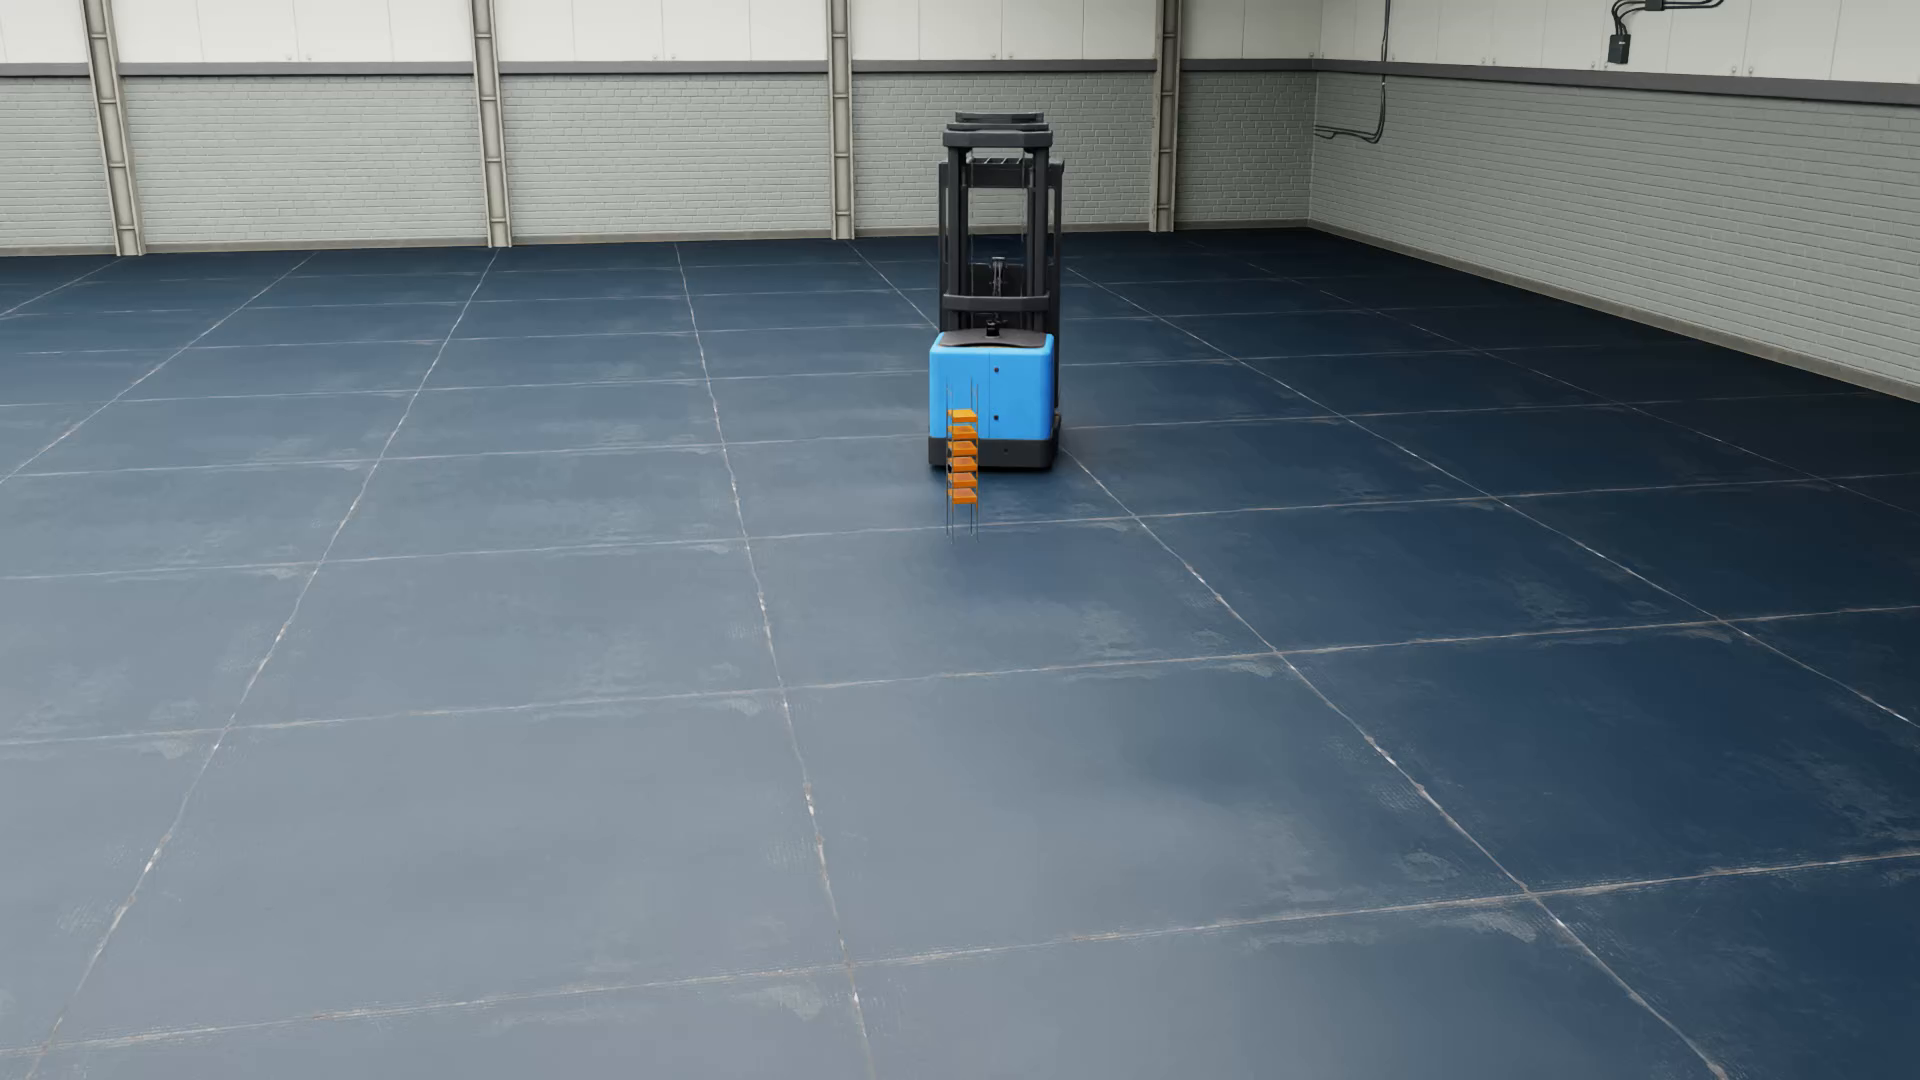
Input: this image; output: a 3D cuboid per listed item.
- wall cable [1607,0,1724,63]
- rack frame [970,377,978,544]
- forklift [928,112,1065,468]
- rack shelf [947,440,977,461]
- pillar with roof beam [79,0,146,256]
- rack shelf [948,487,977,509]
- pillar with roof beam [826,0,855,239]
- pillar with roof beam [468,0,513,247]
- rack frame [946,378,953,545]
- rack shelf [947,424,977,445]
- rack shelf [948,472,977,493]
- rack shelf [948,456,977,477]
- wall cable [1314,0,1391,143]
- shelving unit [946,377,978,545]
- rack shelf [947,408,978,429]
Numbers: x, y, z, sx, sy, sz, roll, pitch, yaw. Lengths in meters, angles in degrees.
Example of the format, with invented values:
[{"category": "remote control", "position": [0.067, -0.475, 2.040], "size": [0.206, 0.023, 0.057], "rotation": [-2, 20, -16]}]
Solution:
[{"category": "wall cable", "position": [8.699, -8.768, 19.741], "size": [0.169, 6.003, 2.305], "rotation": [-3, 17, -10]}, {"category": "rack frame", "position": [0.104, -0.579, 12.155], "size": [0.006, 1.200, 0.240], "rotation": [-3, 17, -10]}, {"category": "forklift", "position": [0.377, -2.397, 15.125], "size": [1.130, 2.935, 3.031], "rotation": [1, 17, 5]}, {"category": "rack shelf", "position": [0.014, -0.647, 12.116], "size": [0.180, 0.103, 0.258], "rotation": [-3, 17, -10]}, {"category": "pillar with roof beam", "position": [-13.086, -7.854, 22.555], "size": [0.400, 9.000, 9.100], "rotation": [-3, 17, -10]}, {"category": "rack shelf", "position": [0.014, -0.302, 12.222], "size": [0.180, 0.103, 0.258], "rotation": [-3, 17, -10]}, {"category": "pillar with roof beam", "position": [-1.304, -8.522, 24.732], "size": [0.400, 9.000, 9.100], "rotation": [-3, 17, -10]}, {"category": "pillar with roof beam", "position": [-7.195, -8.188, 23.644], "size": [0.400, 9.000, 9.100], "rotation": [-3, 17, -10]}, {"category": "rack frame", "position": [-0.076, -0.569, 12.122], "size": [0.006, 1.200, 0.240], "rotation": [-3, 17, -10]}, {"category": "rack shelf", "position": [0.014, -0.761, 12.081], "size": [0.180, 0.103, 0.258], "rotation": [-3, 17, -10]}, {"category": "rack shelf", "position": [0.014, -0.417, 12.187], "size": [0.180, 0.103, 0.258], "rotation": [-3, 17, -10]}, {"category": "rack shelf", "position": [0.014, -0.532, 12.151], "size": [0.180, 0.103, 0.258], "rotation": [-3, 17, -10]}, {"category": "wall cable", "position": [6.913, -8.396, 29.609], "size": [0.112, 2.526, 3.097], "rotation": [-3, 17, -10]}, {"category": "shelving unit", "position": [0.014, -0.574, 12.138], "size": [0.189, 1.200, 0.258], "rotation": [-3, 17, -10]}, {"category": "rack shelf", "position": [0.014, -0.876, 12.046], "size": [0.180, 0.103, 0.258], "rotation": [-3, 17, -10]}]
